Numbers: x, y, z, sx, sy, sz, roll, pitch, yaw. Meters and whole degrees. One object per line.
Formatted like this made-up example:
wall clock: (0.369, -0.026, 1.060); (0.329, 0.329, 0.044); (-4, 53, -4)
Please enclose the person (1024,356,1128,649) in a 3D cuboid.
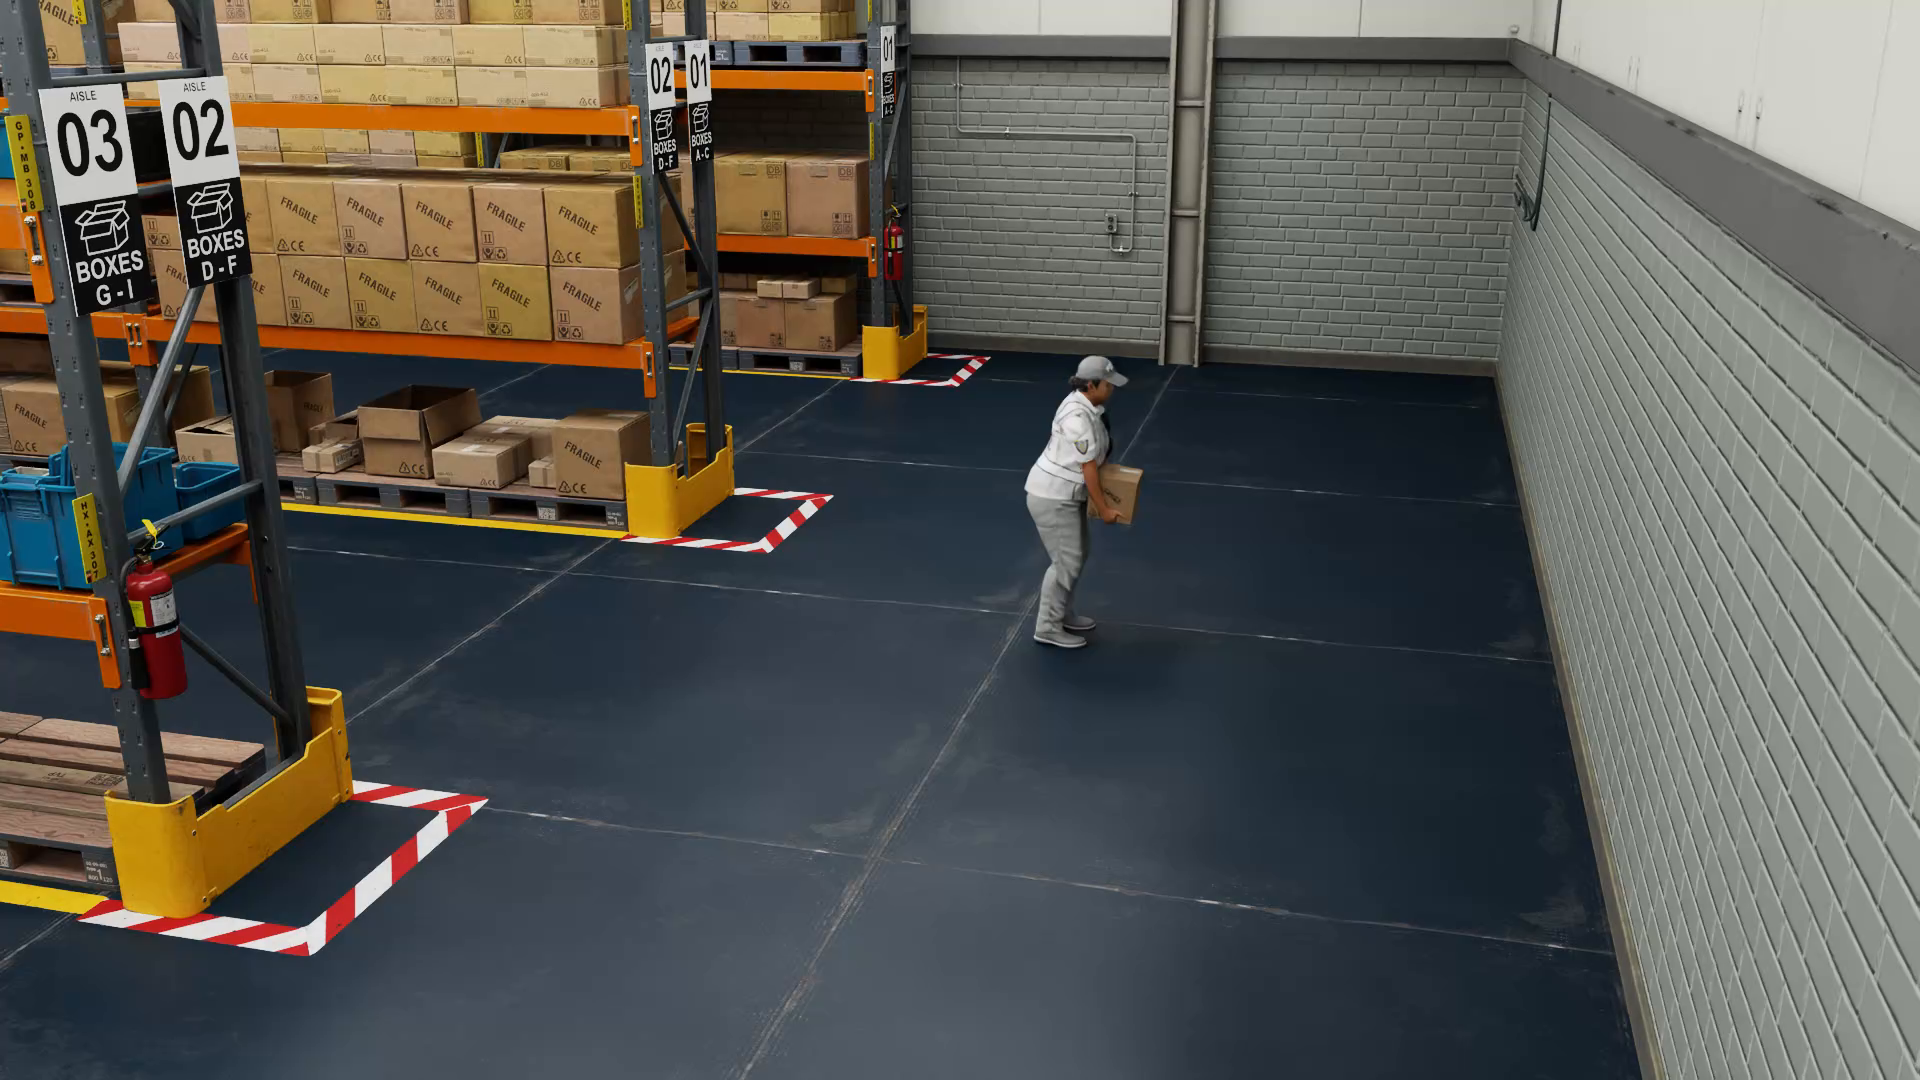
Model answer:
person: (0.658, -0.225, 9.289); (0.581, 1.639, 0.452); (4, 19, 12)
